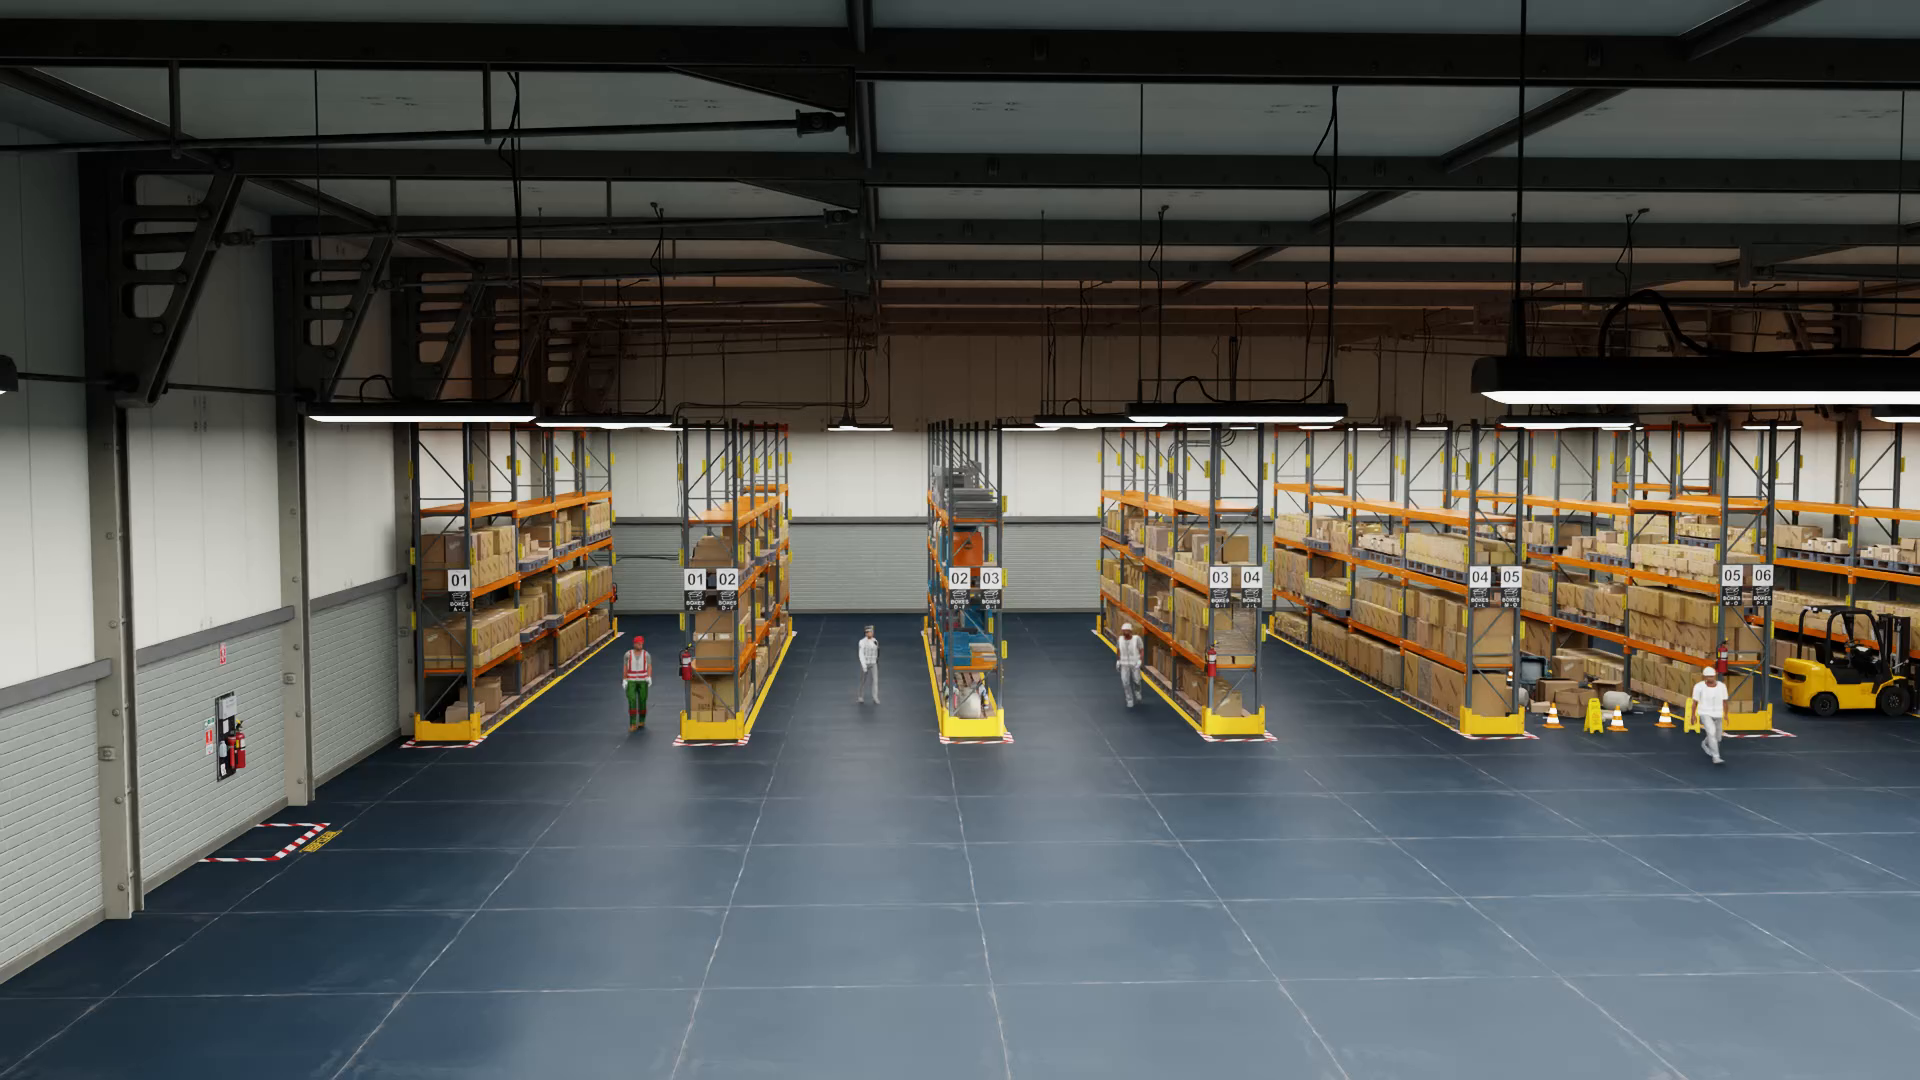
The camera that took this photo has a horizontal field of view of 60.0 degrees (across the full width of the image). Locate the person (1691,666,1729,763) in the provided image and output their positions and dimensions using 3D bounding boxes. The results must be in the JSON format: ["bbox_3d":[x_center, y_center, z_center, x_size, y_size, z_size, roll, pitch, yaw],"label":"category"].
[{"bbox_3d":[13.140,3.036,29.084,0.565,1.656,1.039,0,4,3],"label":"person"}]

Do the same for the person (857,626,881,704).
[{"bbox_3d":[-1.915,2.630,35.095,0.495,1.653,0.848,-2,4,-24],"label":"person"}]

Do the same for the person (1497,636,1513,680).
[{"bbox_3d":[12.669,2.406,38.419,0.518,1.821,0.613,-1,4,-10],"label":"person"}]

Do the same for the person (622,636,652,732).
[{"bbox_3d":[-6.233,2.778,32.188,0.563,1.805,0.670,-1,4,-16],"label":"person"}]

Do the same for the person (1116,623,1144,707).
[{"bbox_3d":[3.583,2.611,35.006,0.606,1.753,0.680,1,4,14],"label":"person"}]
